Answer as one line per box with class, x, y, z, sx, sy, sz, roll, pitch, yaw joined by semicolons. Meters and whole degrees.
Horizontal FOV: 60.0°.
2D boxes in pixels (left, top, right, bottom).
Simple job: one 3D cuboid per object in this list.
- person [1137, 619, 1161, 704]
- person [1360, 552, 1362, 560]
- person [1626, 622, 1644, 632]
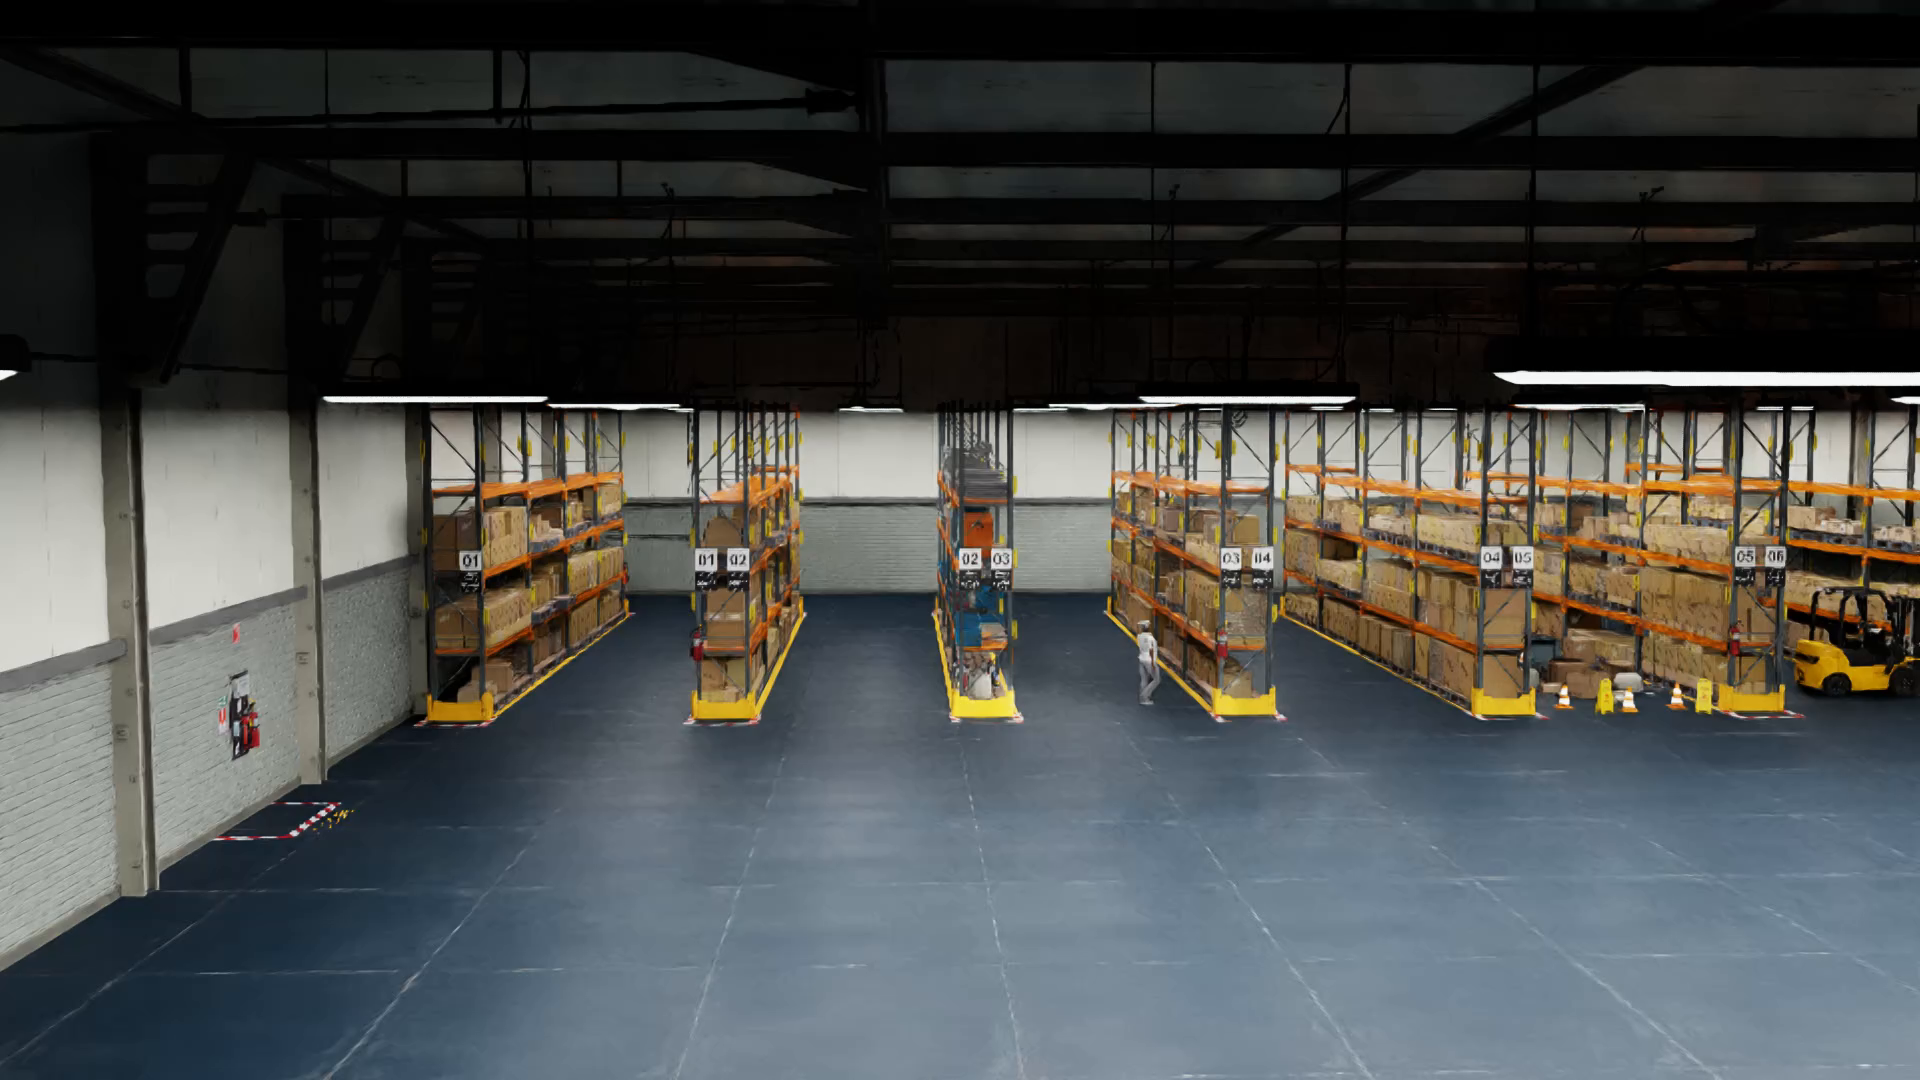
person;3.666;2.408;32.647;0.417;1.674;0.502;-3;5;-32
person;11.363;1.216;47.307;0.398;1.793;0.659;-2;5;-20
person;17.734;1.504;43.690;0.464;1.772;0.645;-2;5;-28
